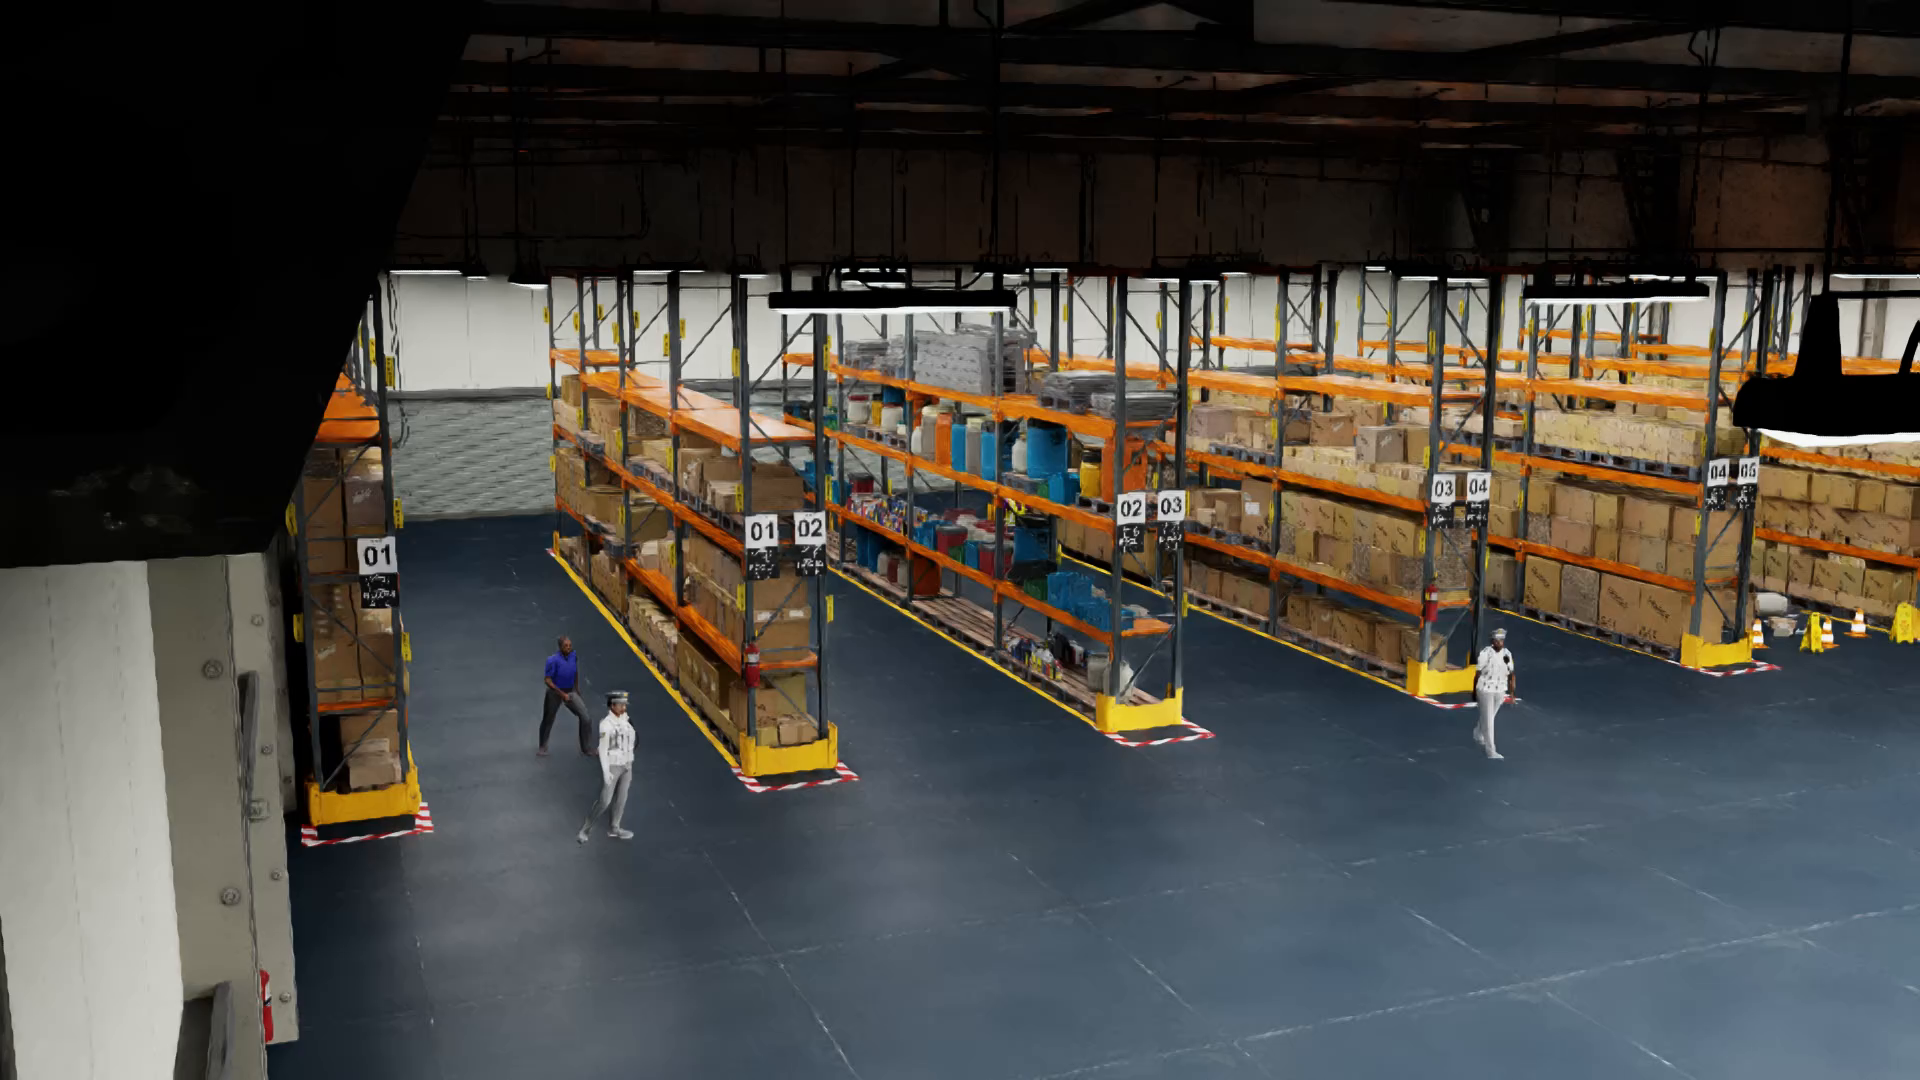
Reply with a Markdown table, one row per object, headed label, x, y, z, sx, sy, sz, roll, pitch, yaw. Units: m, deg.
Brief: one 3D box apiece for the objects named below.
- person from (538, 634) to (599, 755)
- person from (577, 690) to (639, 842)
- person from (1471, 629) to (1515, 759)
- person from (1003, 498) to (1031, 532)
| label | x | y | z | sx | sy | sz | roll | pitch | yaw |
| --- | --- | --- | --- | --- | --- | --- | --- | --- | --- |
| person | -4.983 | 1.934 | 20.934 | 0.626 | 1.593 | 0.800 | -8 | 13 | -40 |
| person | -3.804 | 2.439 | 17.898 | 0.500 | 1.663 | 0.668 | 5 | 11 | 27 |
| person | 6.753 | 1.892 | 21.036 | 0.443 | 1.623 | 1.000 | -2 | 10 | -13 |
| person | 1.099 | -0.278 | 33.341 | 0.708 | 1.714 | 0.578 | -4 | 11 | -22 |
